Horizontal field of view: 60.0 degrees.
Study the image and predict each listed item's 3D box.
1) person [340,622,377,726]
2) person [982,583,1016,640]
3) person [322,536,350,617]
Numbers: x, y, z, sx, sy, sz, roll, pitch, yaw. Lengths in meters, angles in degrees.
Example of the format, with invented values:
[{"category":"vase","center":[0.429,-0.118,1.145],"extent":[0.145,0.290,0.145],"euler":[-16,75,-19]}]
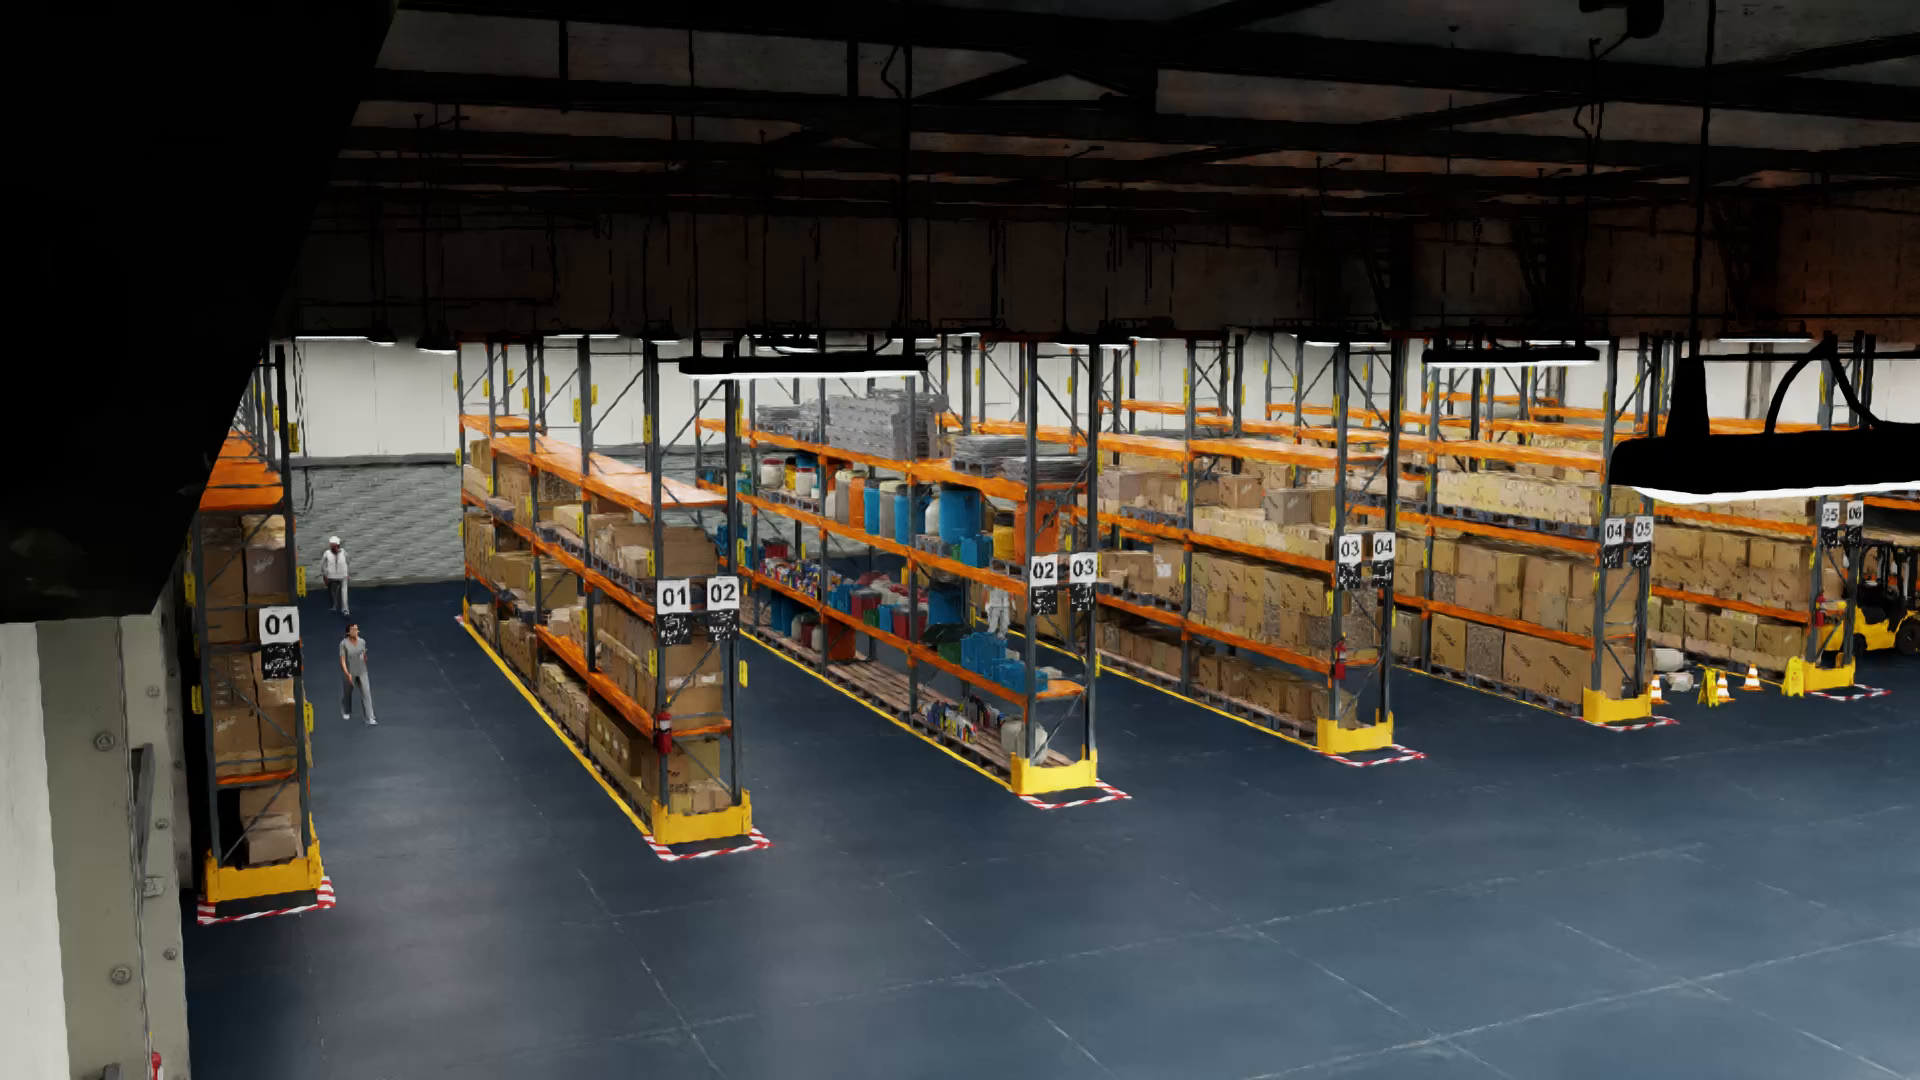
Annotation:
[{"category":"person","center":[-9.387,2.060,25.780],"extent":[0.442,1.609,1.025],"euler":[-5,9,-33]},{"category":"person","center":[0.748,1.268,31.295],"extent":[0.678,1.735,0.560],"euler":[-4,9,-26]},{"category":"person","center":[-13.169,0.757,35.104],"extent":[0.542,1.705,1.120],"euler":[-3,8,-22]}]
